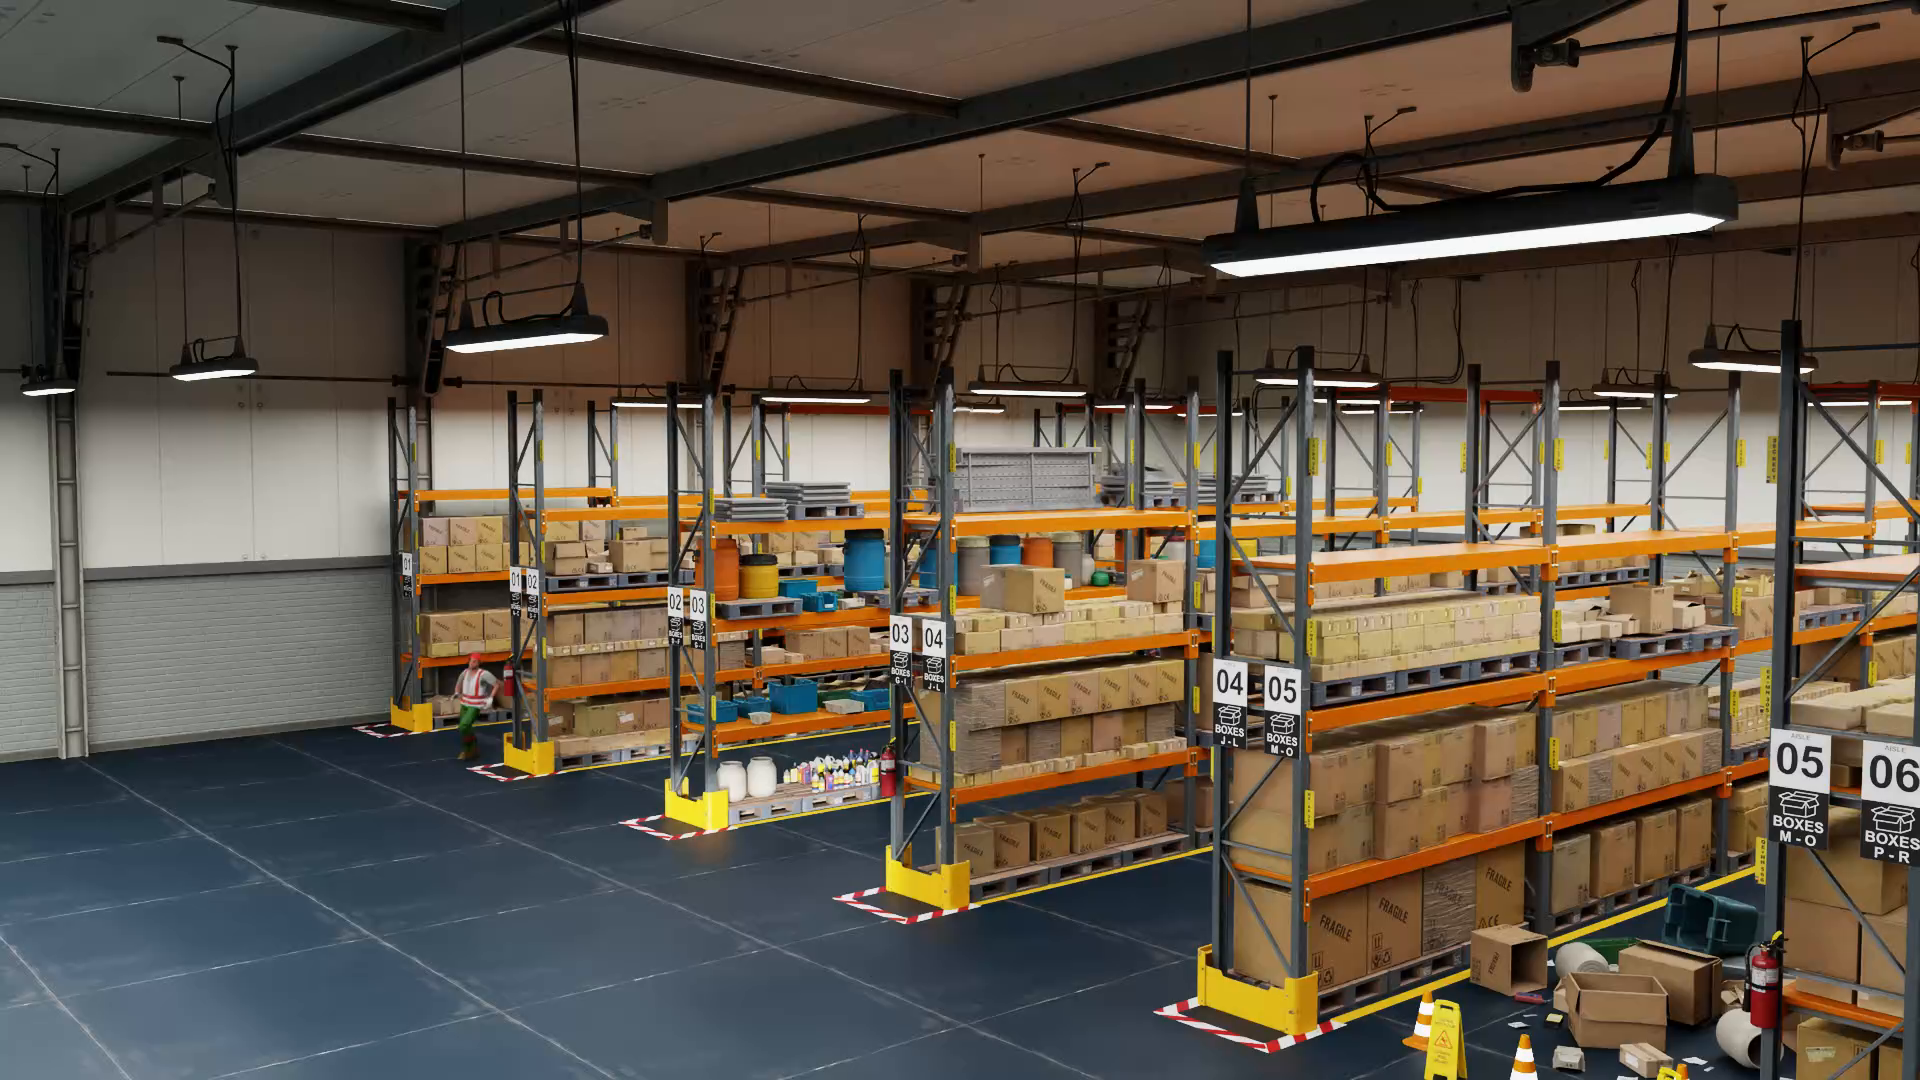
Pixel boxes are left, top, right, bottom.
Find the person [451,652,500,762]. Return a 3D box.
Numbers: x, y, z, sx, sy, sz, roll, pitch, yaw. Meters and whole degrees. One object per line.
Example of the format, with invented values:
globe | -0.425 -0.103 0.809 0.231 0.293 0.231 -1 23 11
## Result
person | -7.928 2.713 27.067 0.719 1.780 0.678 2 4 27
